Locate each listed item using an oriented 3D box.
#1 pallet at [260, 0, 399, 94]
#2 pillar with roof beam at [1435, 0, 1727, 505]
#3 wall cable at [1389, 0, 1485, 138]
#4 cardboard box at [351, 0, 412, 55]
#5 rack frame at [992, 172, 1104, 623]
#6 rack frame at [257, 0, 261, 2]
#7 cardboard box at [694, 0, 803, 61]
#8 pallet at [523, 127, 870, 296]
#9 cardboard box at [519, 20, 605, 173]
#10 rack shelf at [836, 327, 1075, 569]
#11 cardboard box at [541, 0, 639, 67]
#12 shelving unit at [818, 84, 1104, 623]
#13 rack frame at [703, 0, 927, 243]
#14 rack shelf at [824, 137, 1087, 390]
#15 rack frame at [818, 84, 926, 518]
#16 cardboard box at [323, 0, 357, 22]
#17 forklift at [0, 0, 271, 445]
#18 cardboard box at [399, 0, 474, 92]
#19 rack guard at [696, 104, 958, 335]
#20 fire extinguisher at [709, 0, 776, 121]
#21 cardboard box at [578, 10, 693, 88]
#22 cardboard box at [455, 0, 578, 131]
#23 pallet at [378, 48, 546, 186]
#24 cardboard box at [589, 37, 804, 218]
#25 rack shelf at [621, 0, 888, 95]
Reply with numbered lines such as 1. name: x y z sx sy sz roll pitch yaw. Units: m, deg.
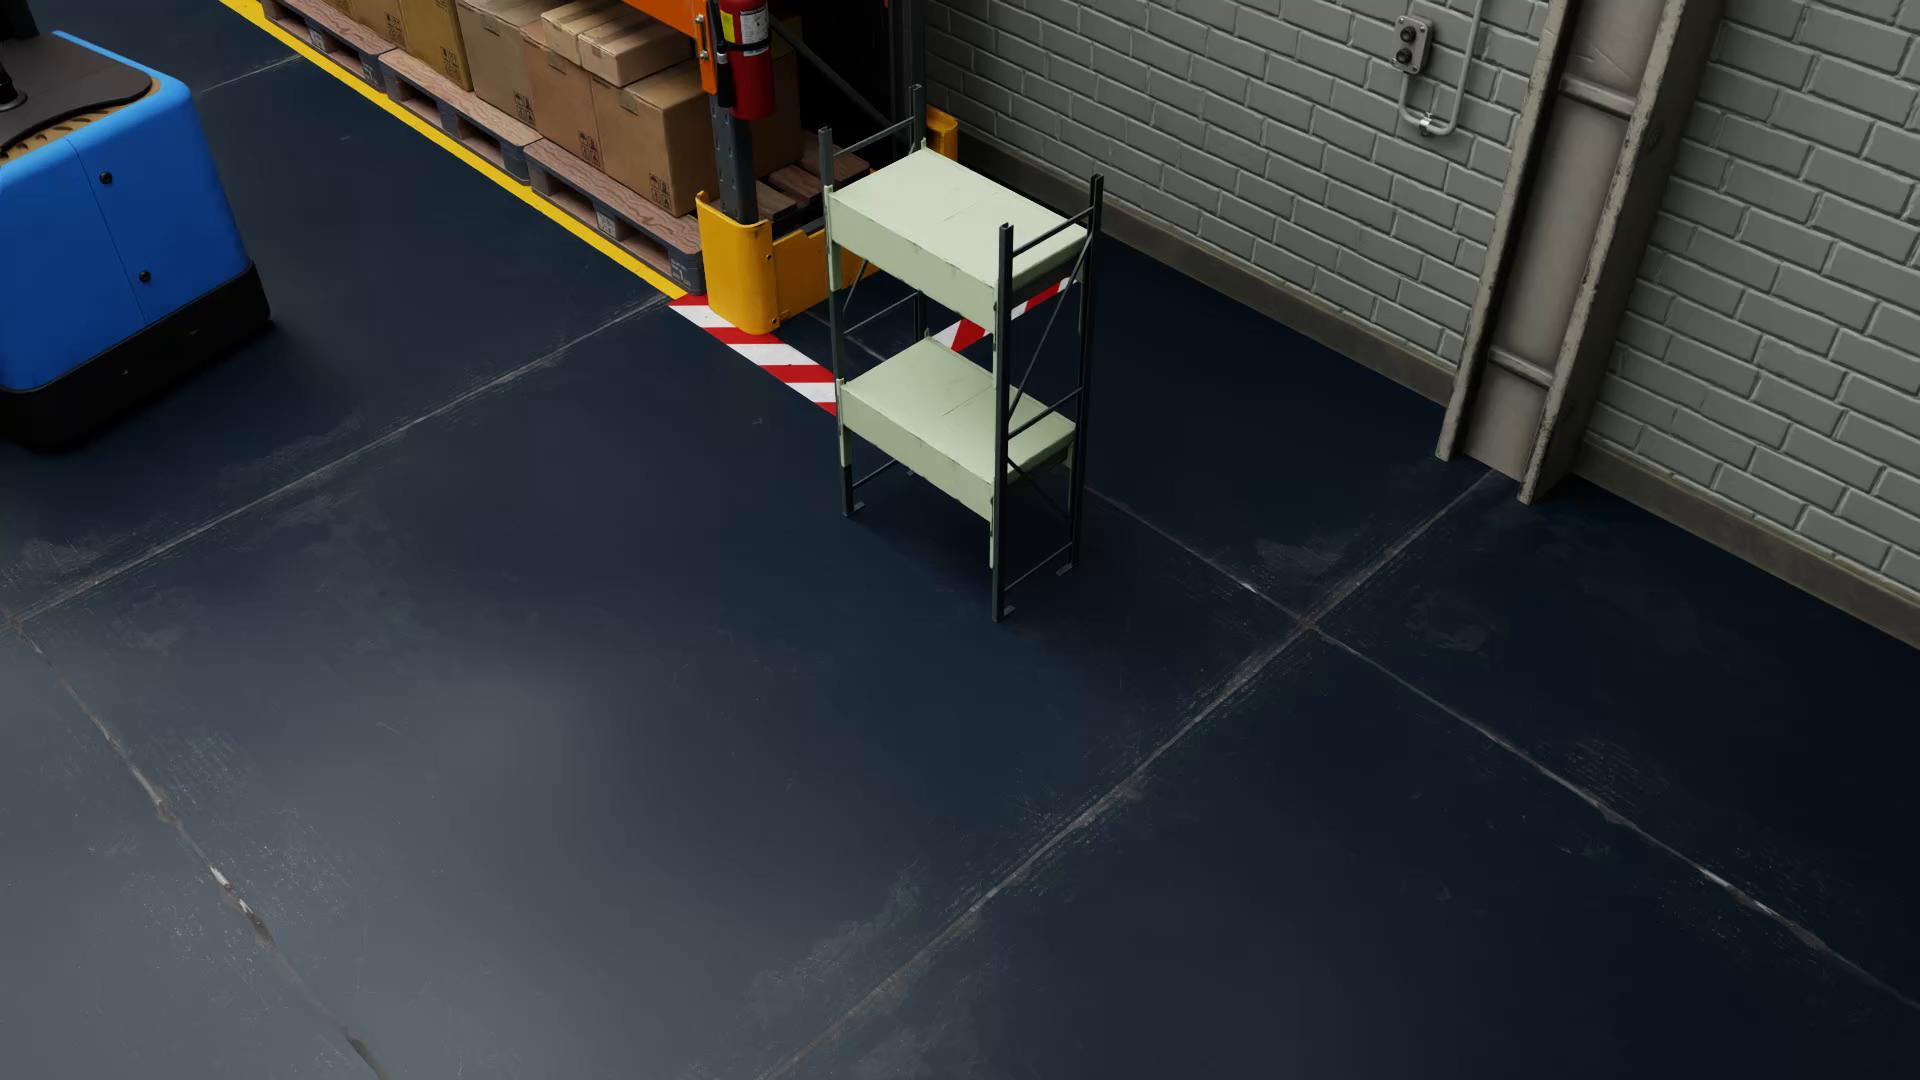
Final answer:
1. pallet: -2.878 -2.769 8.591 1.003 0.211 1.213 -34 53 -31
2. pillar with roof beam: -1.064 -1.531 0.776 9.100 9.000 0.400 -34 53 -31
3. wall cable: 1.039 -2.485 5.480 0.084 1.984 1.851 -34 53 -31
4. cardboard box: -2.552 -2.781 8.081 0.500 0.500 0.700 34 52 31
5. rack frame: 0.254 -0.378 5.054 0.400 1.500 0.023 -34 53 -31
6. rack frame: -3.360 -4.196 8.080 1.000 3.000 0.127 -34 53 -31
7. cardboard box: -0.870 -2.072 6.837 0.380 0.149 0.250 -34 52 -31
8. pallet: -1.155 -1.596 7.322 1.003 0.211 1.213 -34 53 -31
9. cardboard box: -1.453 -2.039 7.279 0.500 0.500 0.700 34 53 31
10. rack shelf: -0.005 -0.315 5.466 0.431 0.370 0.720 -34 53 -31
11. cardboard box: -1.501 -2.133 6.903 0.380 0.149 0.250 -33 52 -30
12. shelving unit: -0.005 -0.554 5.244 0.431 1.500 0.755 -34 53 -31
13. rack frame: -0.535 -2.274 6.000 1.000 3.000 0.127 -34 53 -31
14. rack shelf: -0.005 -0.841 4.980 0.431 0.370 0.720 -34 53 -31
15. rack frame: -0.263 -0.730 5.435 0.400 1.500 0.023 -34 53 -31
16. cardboard box: -2.904 -3.024 8.344 0.700 0.500 0.500 -33 52 -31
17. forklift: -4.249 -2.207 5.978 3.031 2.935 1.130 25 48 24
18. cardboard box: -2.191 -2.533 7.813 0.700 0.500 0.500 -33 52 -30
19. rack guard: -0.518 -1.344 6.836 1.175 0.500 0.348 -34 53 -31
20. fire extinguisher: -0.755 -1.815 5.836 0.296 0.674 0.183 -34 53 -31
21. cardboard box: -1.320 -2.011 6.771 0.250 0.149 0.380 34 52 31
22. cardboard box: -1.809 -2.280 7.540 0.500 0.500 0.700 32 52 30
23. pallet: -2.012 -2.182 7.956 1.003 0.211 1.213 -34 53 -31
24. cardboard box: -1.100 -1.798 7.018 0.700 0.500 0.500 -34 53 -31
25. rack shelf: -1.947 -2.971 7.285 1.077 0.370 4.000 -34 53 -31
